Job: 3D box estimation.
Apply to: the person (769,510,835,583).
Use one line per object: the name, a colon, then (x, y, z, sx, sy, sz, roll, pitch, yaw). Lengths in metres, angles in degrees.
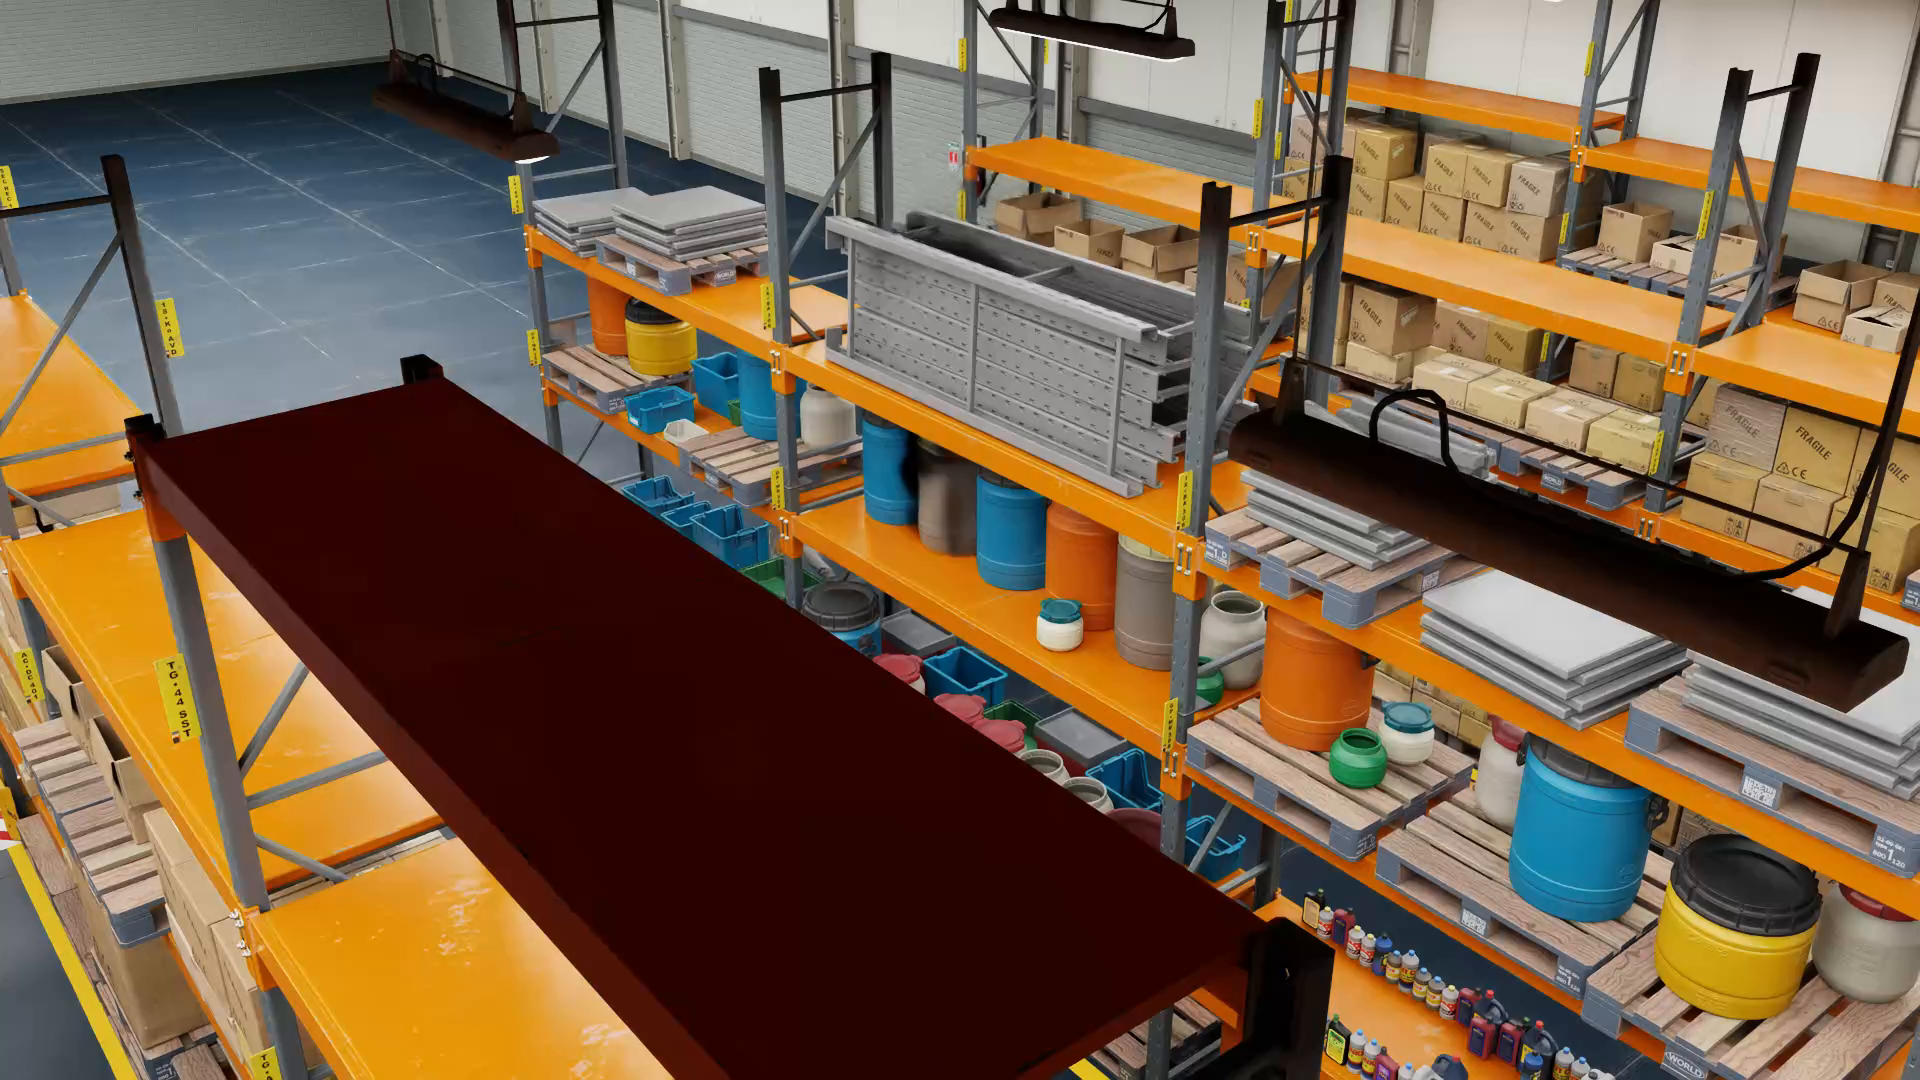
person: (-1.690, -0.249, 16.726, 0.934, 1.740, 0.689, 18, 31, 33)
